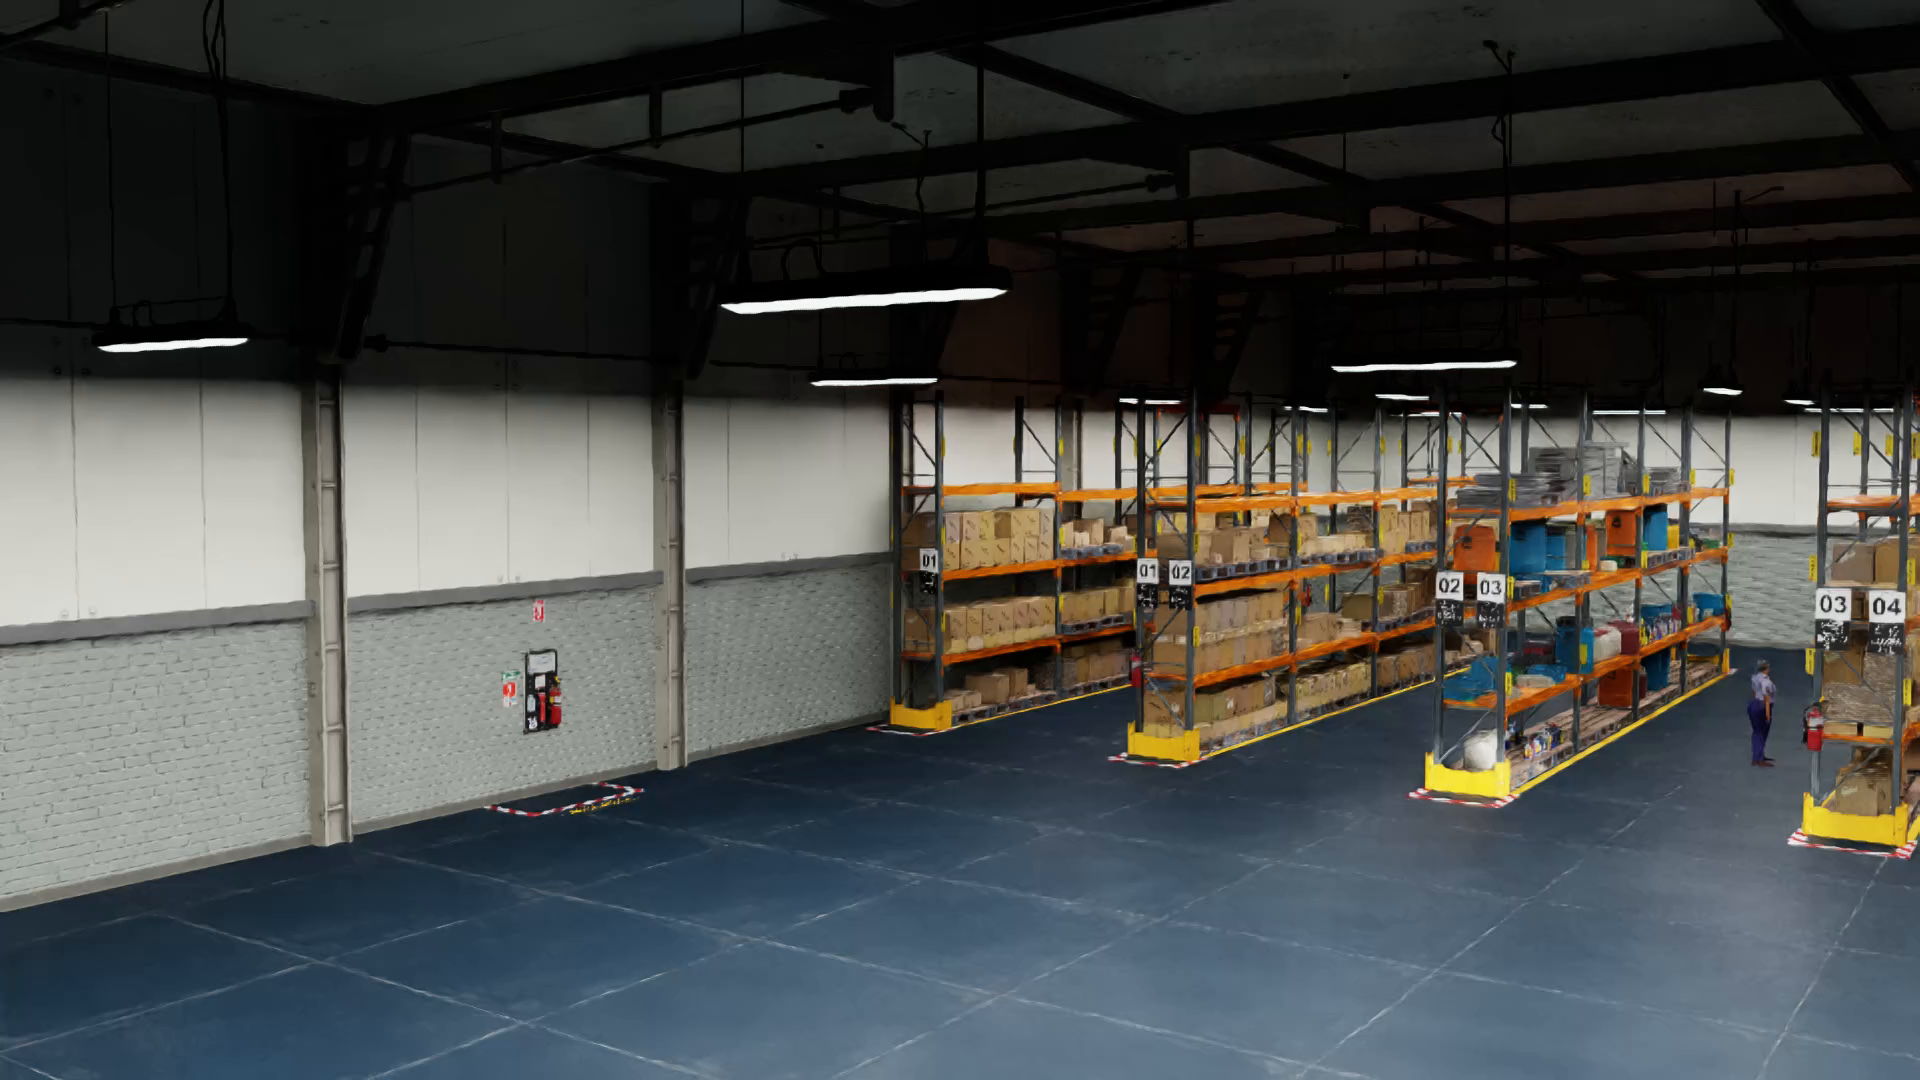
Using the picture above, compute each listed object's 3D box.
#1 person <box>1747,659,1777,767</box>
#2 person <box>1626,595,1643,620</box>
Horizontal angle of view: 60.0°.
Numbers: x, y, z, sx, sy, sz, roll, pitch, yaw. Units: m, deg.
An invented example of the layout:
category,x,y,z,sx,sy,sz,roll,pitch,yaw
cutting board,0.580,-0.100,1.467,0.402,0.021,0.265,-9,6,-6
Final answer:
category,x,y,z,sx,sy,sz,roll,pitch,yaw
person,12.627,2.696,26.131,0.421,1.651,0.525,0,3,4
person,15.622,2.054,38.248,0.625,1.611,0.575,2,4,35
